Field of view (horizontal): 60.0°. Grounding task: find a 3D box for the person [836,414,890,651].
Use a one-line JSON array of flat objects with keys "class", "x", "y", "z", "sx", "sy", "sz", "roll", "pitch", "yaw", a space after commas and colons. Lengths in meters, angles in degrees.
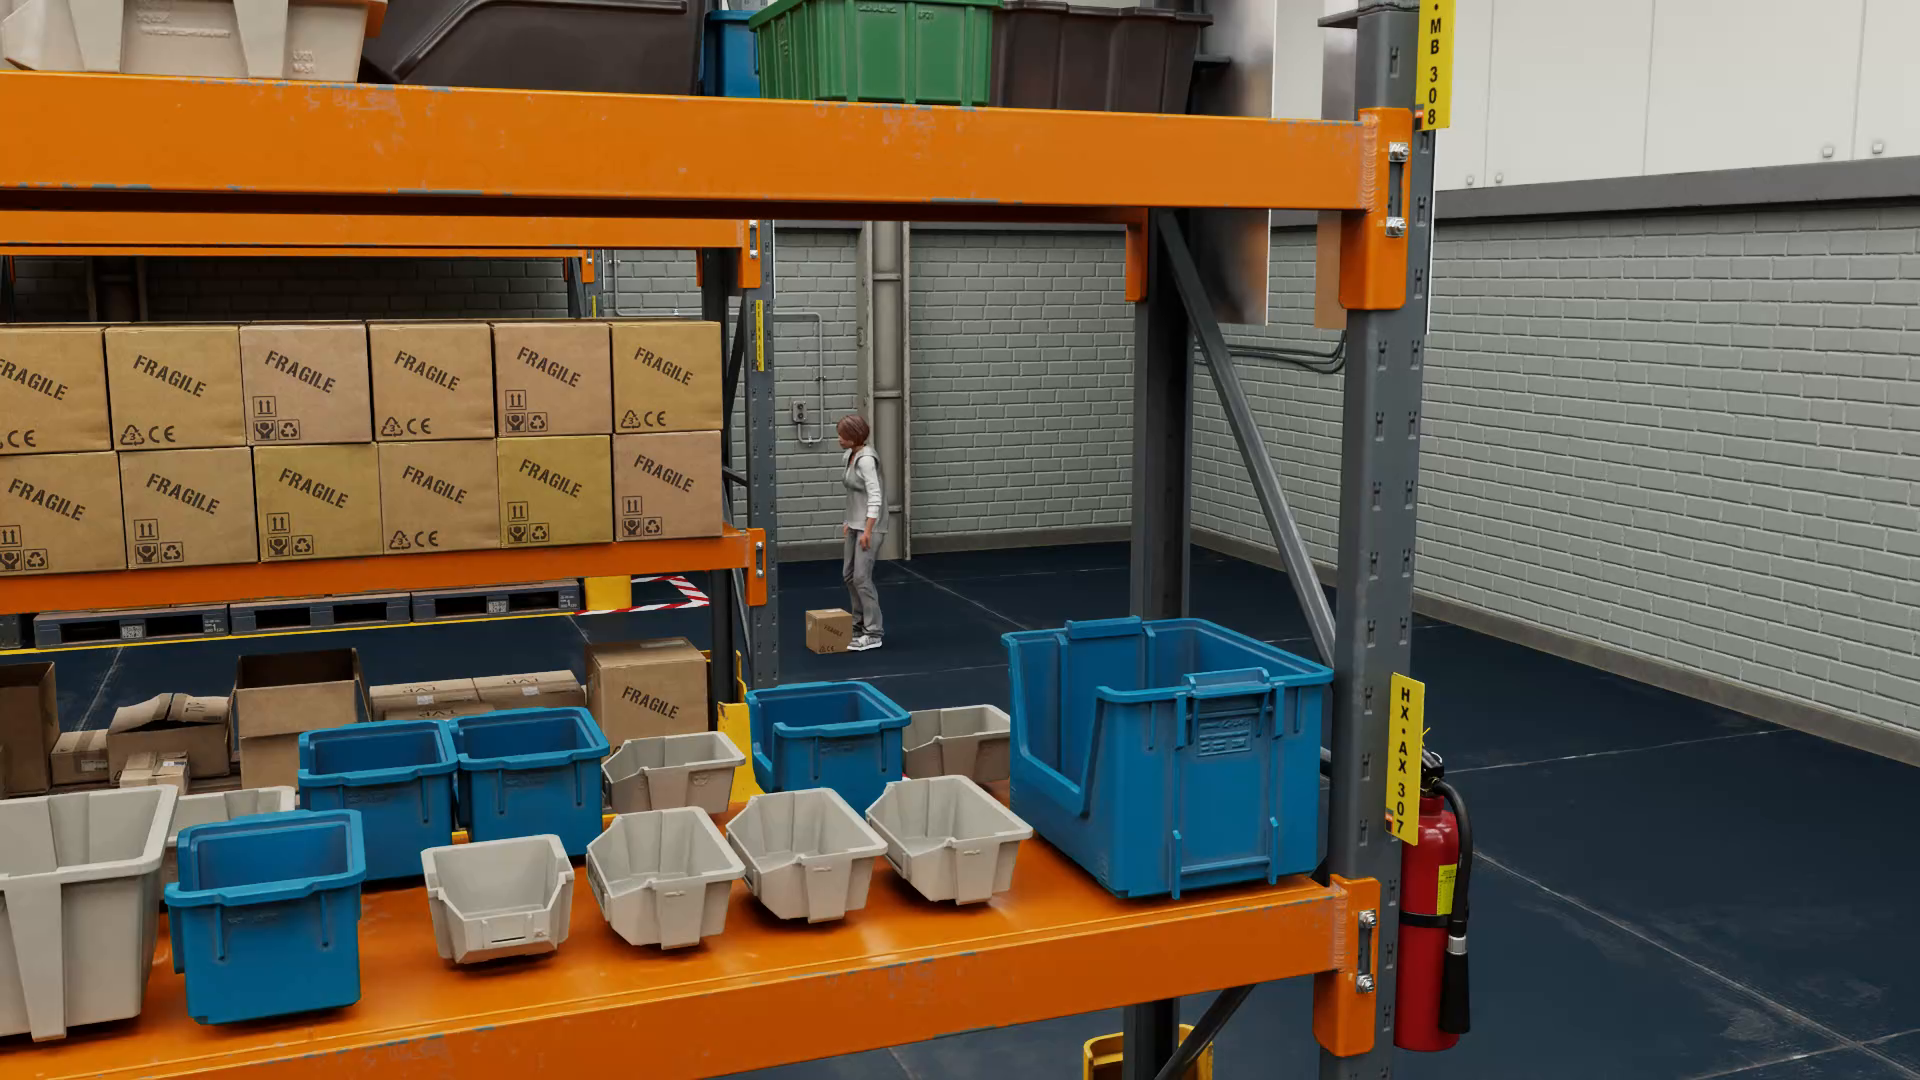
[{"class": "person", "x": -0.668, "y": -0.061, "z": 11.281, "sx": 0.345, "sy": 1.593, "sz": 0.460, "roll": -4, "pitch": 10, "yaw": -22}]
